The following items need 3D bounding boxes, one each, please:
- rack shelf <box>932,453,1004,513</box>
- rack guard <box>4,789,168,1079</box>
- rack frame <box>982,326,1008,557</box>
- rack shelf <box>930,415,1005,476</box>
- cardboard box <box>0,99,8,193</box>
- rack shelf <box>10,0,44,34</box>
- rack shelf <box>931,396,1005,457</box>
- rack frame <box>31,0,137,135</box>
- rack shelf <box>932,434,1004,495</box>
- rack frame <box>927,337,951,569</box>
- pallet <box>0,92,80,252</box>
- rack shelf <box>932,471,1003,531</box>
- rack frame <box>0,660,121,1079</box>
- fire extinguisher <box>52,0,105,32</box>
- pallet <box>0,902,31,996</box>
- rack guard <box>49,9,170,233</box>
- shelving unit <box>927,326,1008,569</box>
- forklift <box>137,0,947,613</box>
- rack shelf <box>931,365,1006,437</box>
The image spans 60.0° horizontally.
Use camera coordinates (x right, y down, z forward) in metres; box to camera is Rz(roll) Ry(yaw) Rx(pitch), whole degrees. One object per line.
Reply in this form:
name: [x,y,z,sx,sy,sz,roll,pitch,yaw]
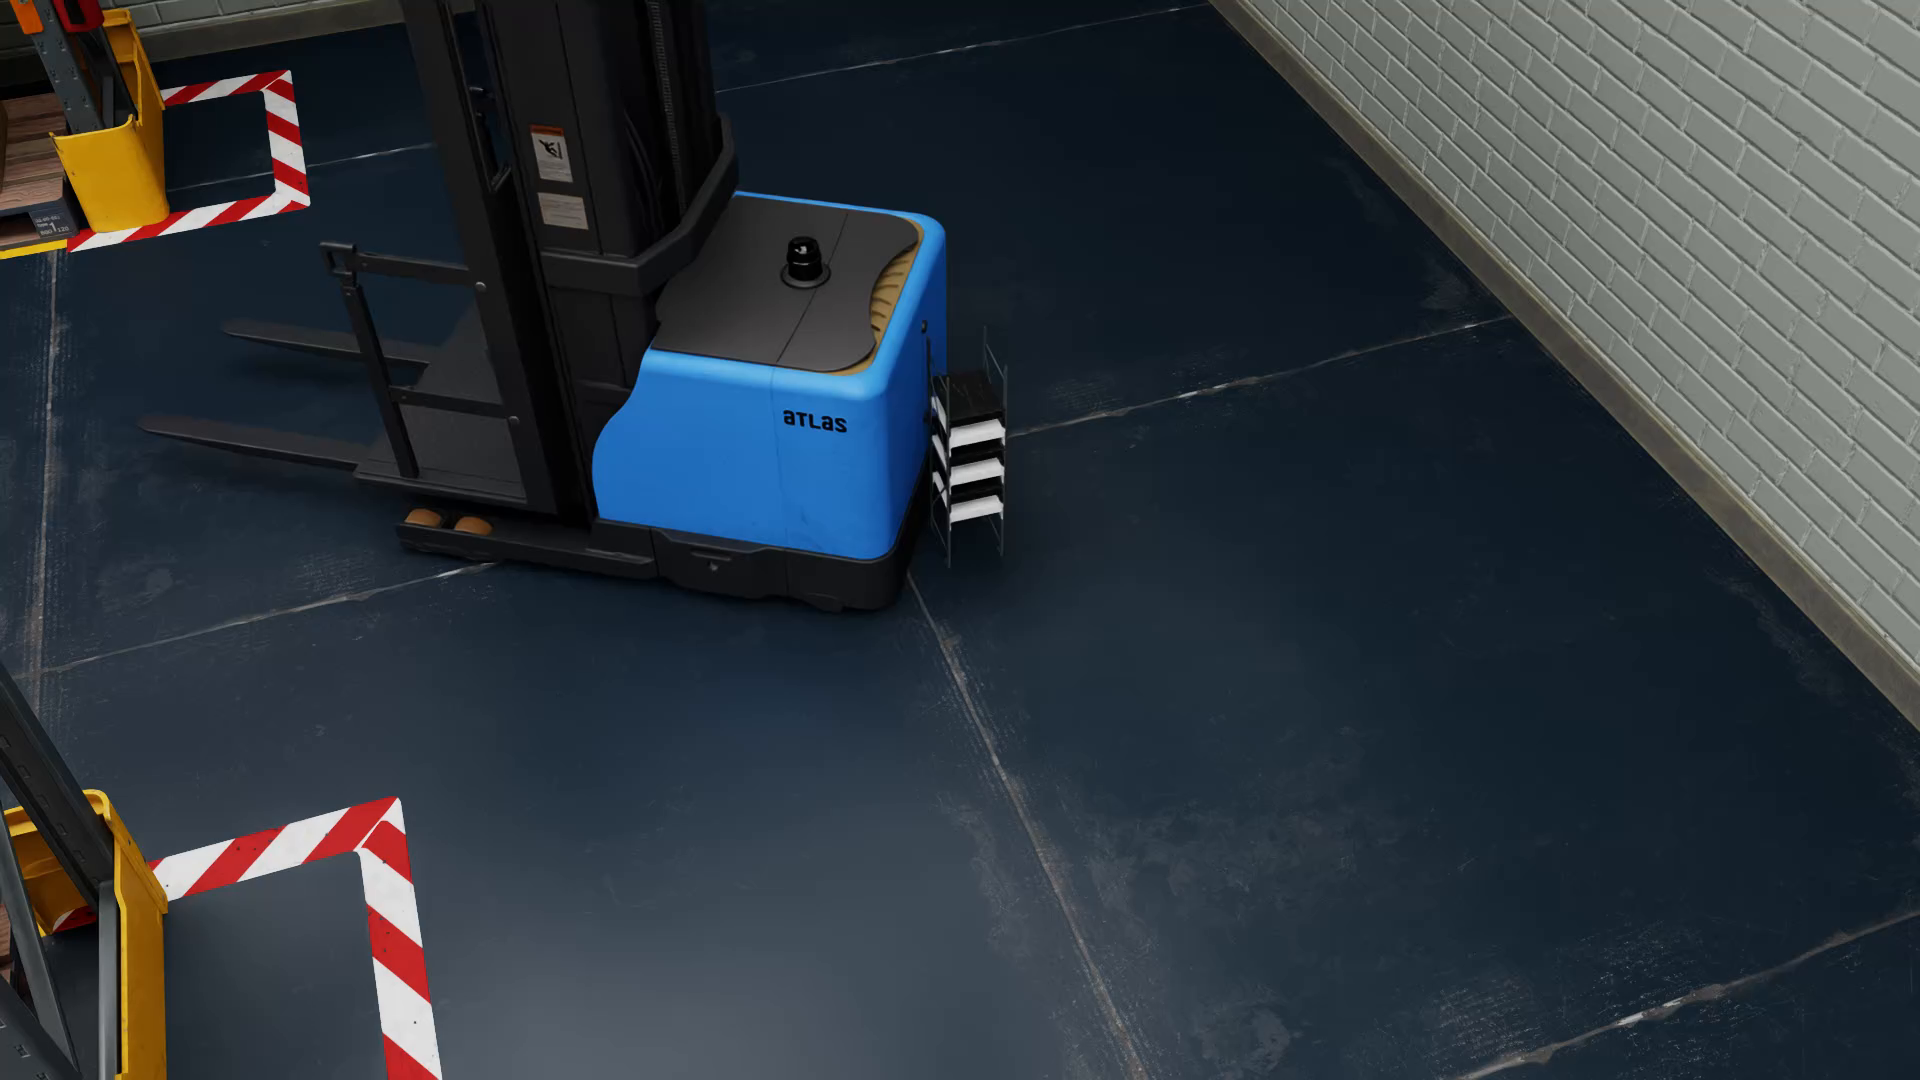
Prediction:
rack shelf: [0.023,-0.228,6.016,0.200,0.077,0.258,-13,46,-12]
rack guard: [-2.440,1.317,4.584,0.348,0.500,1.175,-14,47,-14]
rack frame: [0.120,-0.336,5.950,0.006,0.900,0.240,-13,46,-12]
rack shelf: [0.023,-0.355,5.888,0.200,0.077,0.258,-13,46,-12]
cardboard box: [-4.679,-1.913,7.508,0.500,0.500,0.700,-14,47,-14]
rack shelf: [-5.935,-2.148,6.781,4.000,0.370,1.077,-14,47,-14]
rack shelf: [0.023,-0.418,5.824,0.200,0.077,0.258,-13,46,-12]
rack frame: [-4.054,-2.883,7.005,0.127,3.000,1.000,-14,47,-14]
rack shelf: [0.023,-0.291,5.952,0.200,0.077,0.258,-13,46,-12]
rack frame: [-0.074,-0.293,5.907,0.006,0.900,0.240,-13,46,-12]
pallet: [-4.780,-1.654,7.749,1.213,0.211,1.003,-14,47,-14]
rack shelf: [0.023,-0.164,6.079,0.200,0.077,0.258,-13,46,-12]
rack frame: [-2.369,0.417,3.717,0.127,3.000,1.000,-14,47,-14]
fire extinguisher: [-3.756,-2.452,6.894,0.183,0.674,0.296,-14,47,-14]
pallet: [-3.190,1.612,4.495,1.213,0.211,1.003,-14,47,-14]
rack guard: [-4.032,-2.006,7.896,0.348,0.500,1.175,-14,47,-14]
shelving unit: [0.023,-0.315,5.928,0.210,0.900,0.258,-13,46,-12]
forklift: [-1.608,-1.315,5.491,3.031,2.935,1.130,9,46,9]
rack shelf: [0.023,-0.482,5.761,0.200,0.077,0.258,-13,46,-12]
